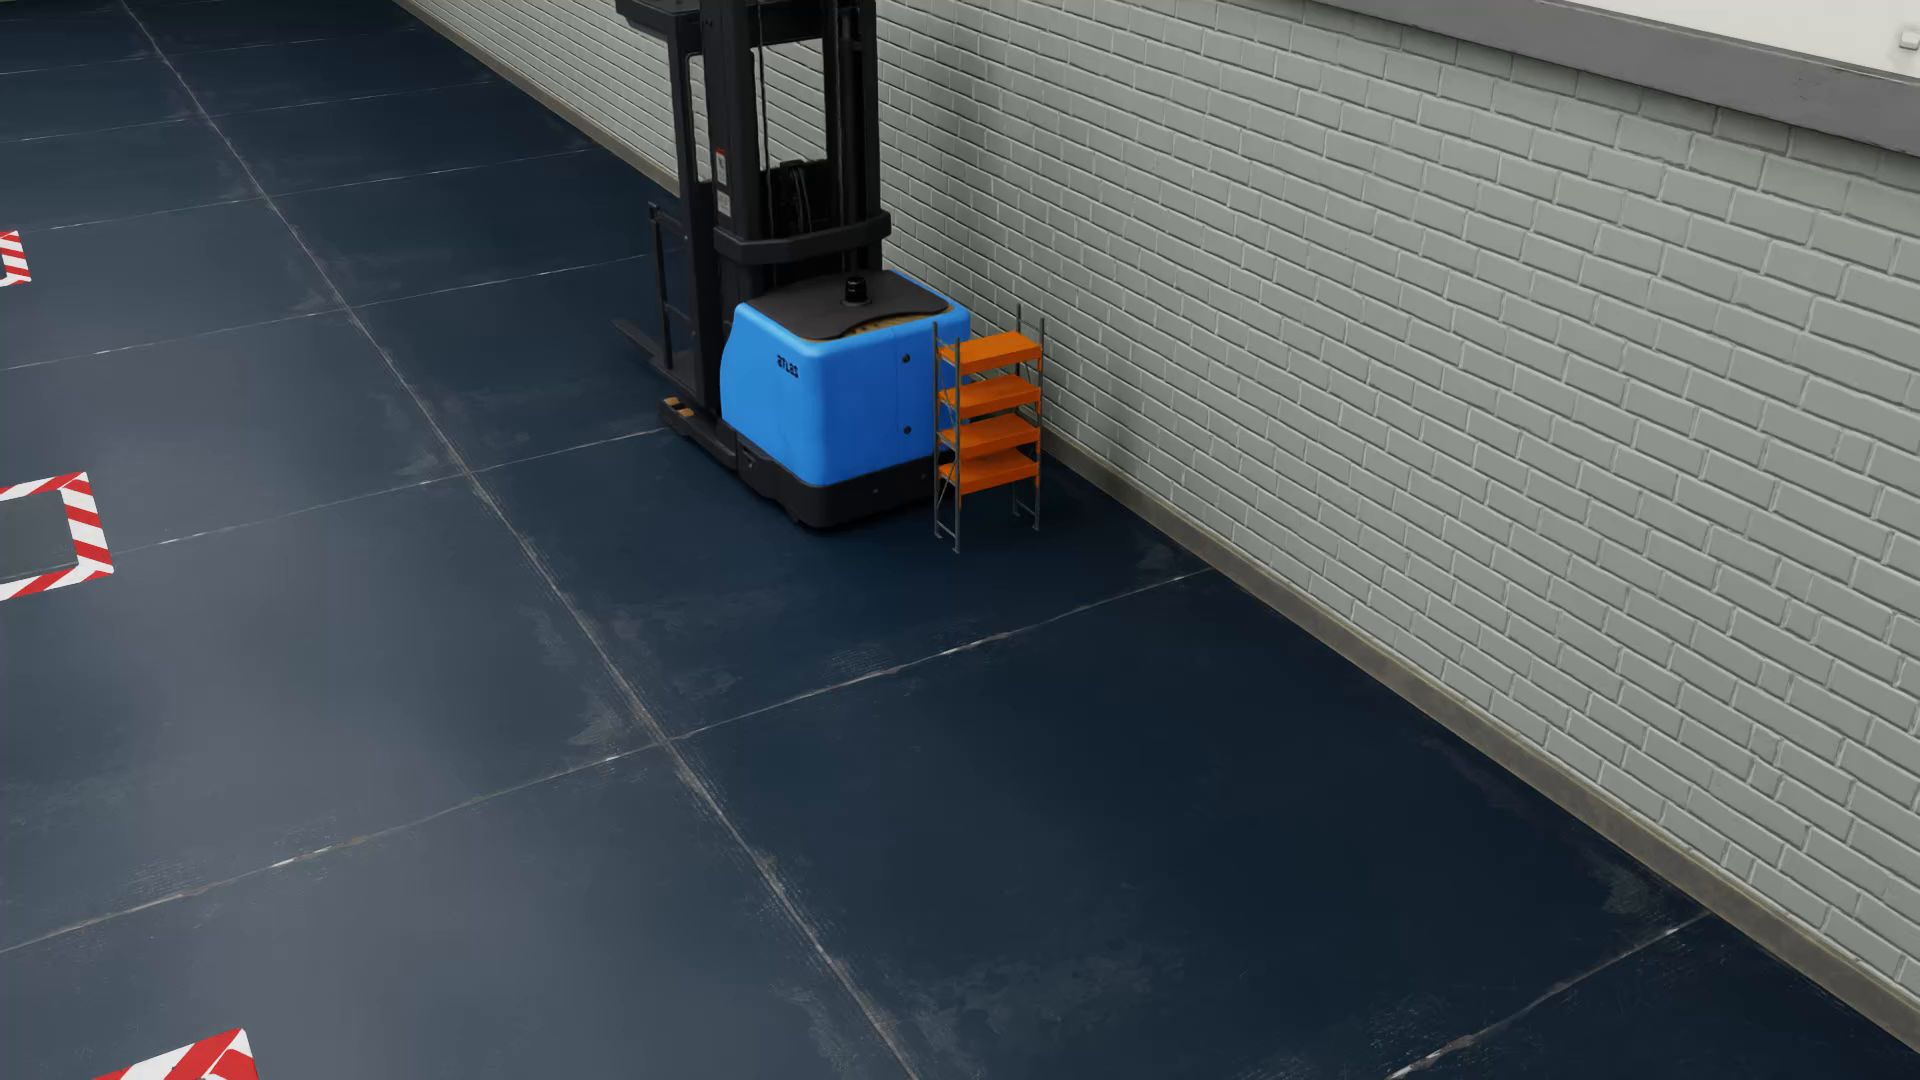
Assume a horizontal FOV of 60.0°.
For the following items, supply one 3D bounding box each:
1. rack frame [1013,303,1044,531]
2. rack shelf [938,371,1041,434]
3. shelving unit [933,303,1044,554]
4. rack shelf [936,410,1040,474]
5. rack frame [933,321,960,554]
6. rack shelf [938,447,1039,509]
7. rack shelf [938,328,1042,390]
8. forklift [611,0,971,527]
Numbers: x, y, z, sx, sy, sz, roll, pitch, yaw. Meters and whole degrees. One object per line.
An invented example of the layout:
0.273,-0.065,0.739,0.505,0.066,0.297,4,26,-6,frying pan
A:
0.353,-0.626,8.642,0.015,1.200,0.240,-16,33,-26,rack frame
0.143,-0.703,8.458,0.480,0.148,0.258,-16,33,-26,rack shelf
0.143,-0.566,8.534,0.503,1.200,0.258,-16,33,-26,shelving unit
0.143,-0.507,8.566,0.480,0.148,0.258,-16,33,-26,rack shelf
-0.068,-0.506,8.425,0.015,1.200,0.240,-16,33,-26,rack frame
0.143,-0.333,8.662,0.480,0.148,0.258,-16,33,-26,rack shelf
0.143,-0.910,8.344,0.480,0.148,0.258,-16,33,-26,rack shelf
-1.167,-2.013,9.365,1.130,2.935,3.031,-18,34,-29,forklift
